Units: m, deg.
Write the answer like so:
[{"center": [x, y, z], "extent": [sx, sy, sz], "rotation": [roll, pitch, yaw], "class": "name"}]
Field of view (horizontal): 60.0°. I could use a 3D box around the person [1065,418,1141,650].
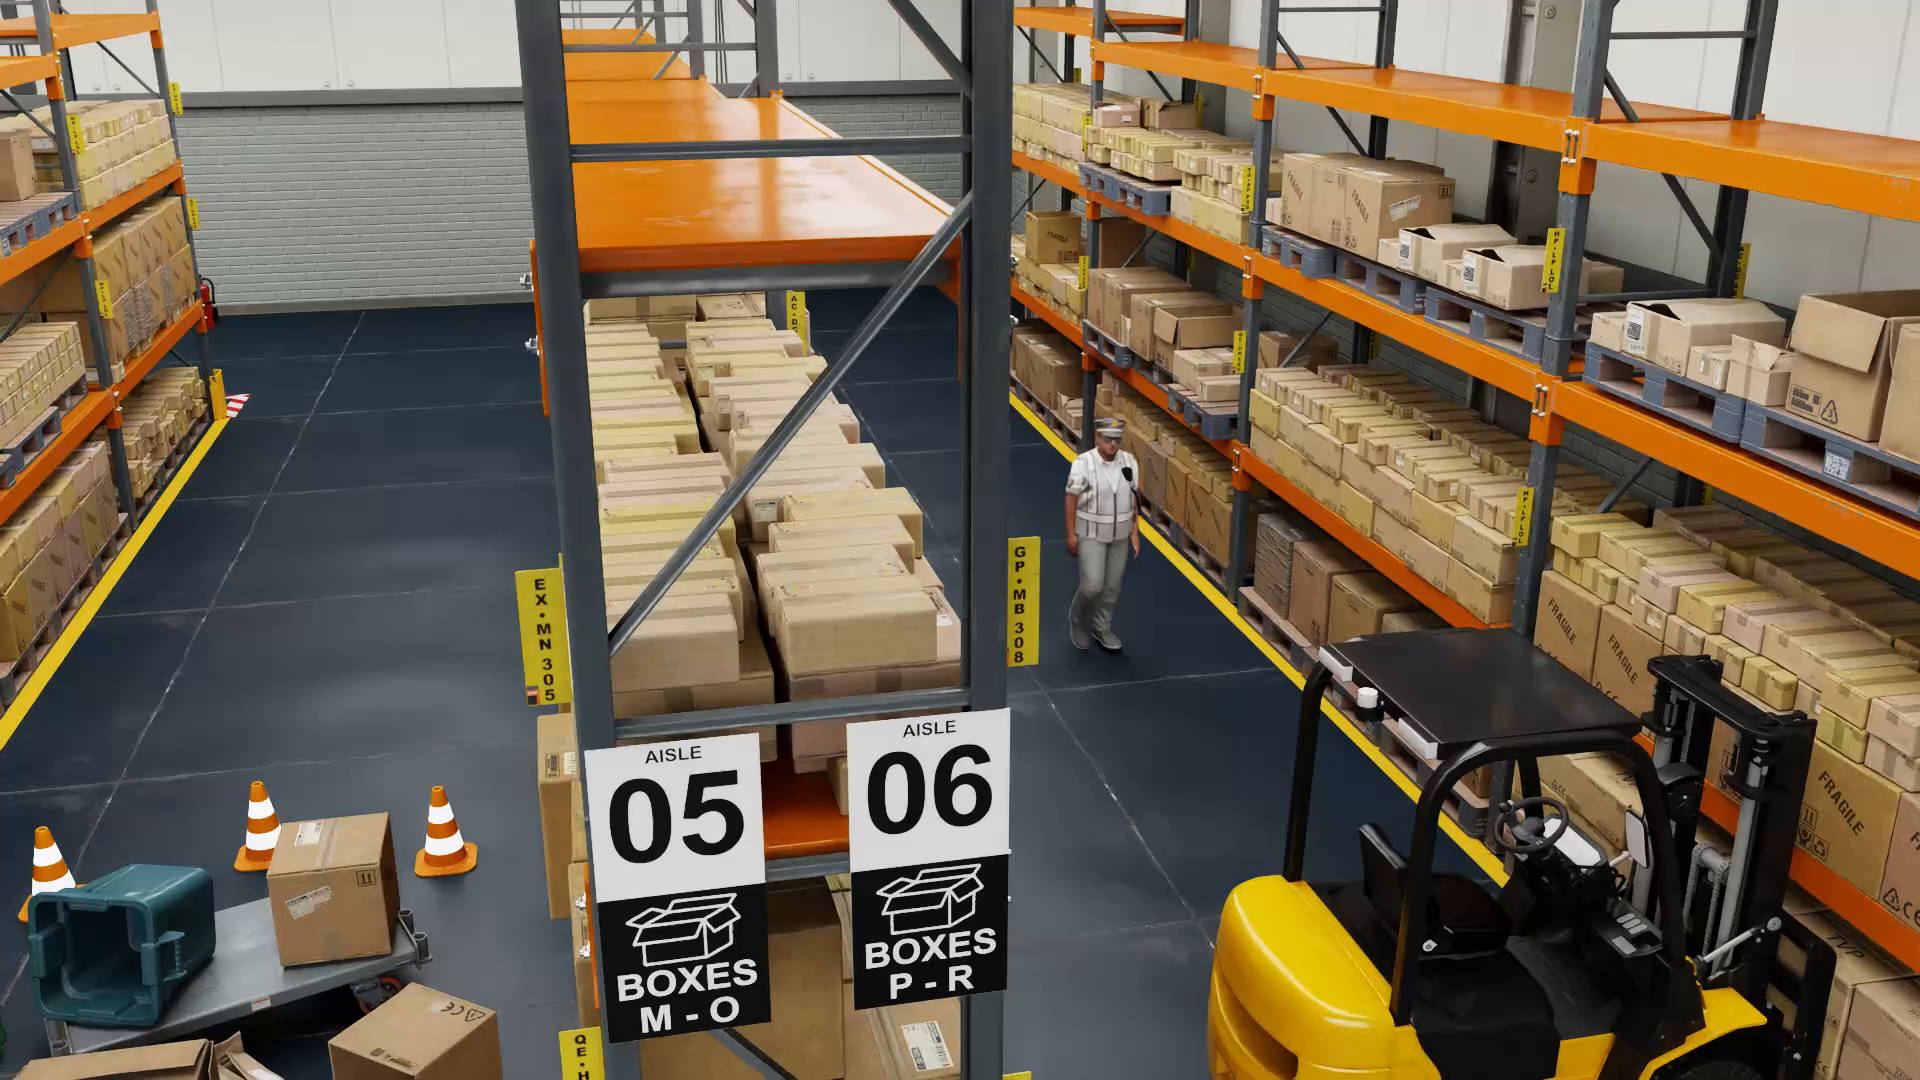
[{"center": [1.046, -0.036, 12.099], "extent": [0.543, 1.793, 0.463], "rotation": [-8, 21, -20], "class": "person"}]
